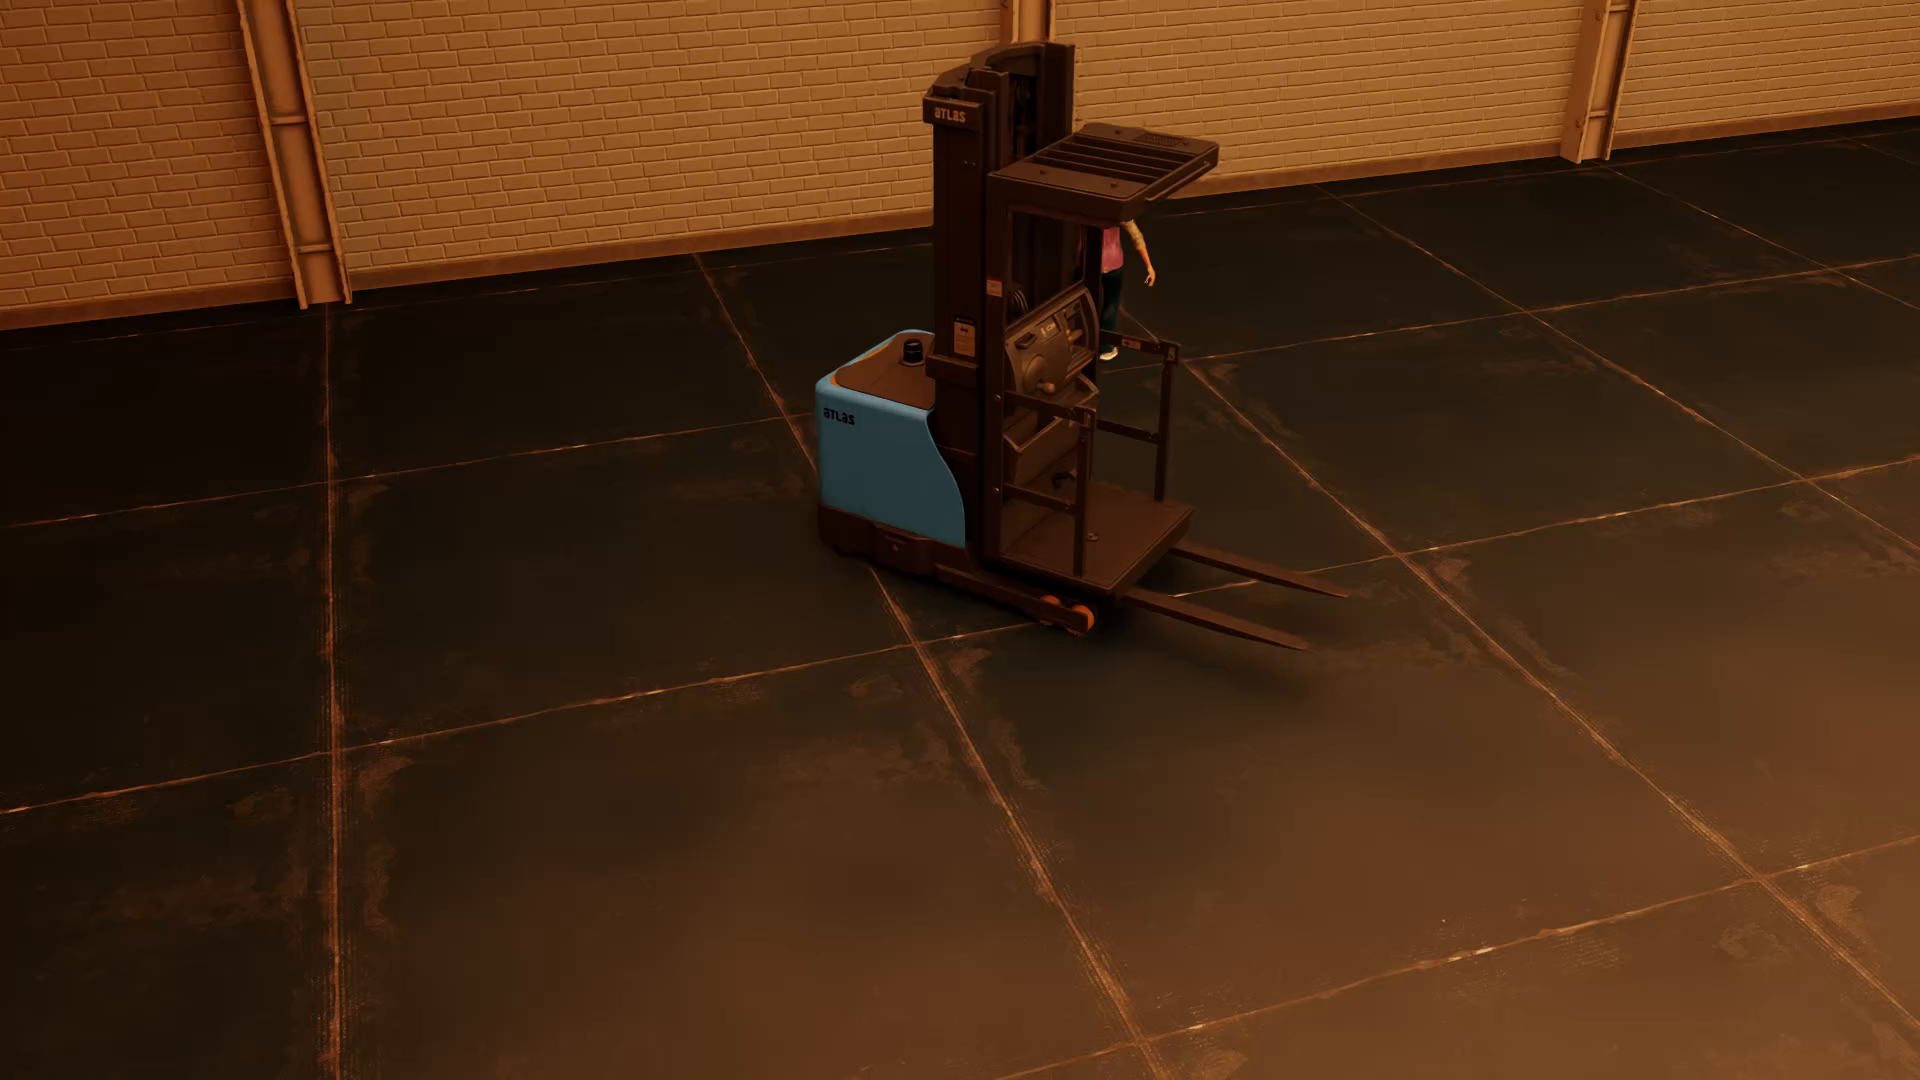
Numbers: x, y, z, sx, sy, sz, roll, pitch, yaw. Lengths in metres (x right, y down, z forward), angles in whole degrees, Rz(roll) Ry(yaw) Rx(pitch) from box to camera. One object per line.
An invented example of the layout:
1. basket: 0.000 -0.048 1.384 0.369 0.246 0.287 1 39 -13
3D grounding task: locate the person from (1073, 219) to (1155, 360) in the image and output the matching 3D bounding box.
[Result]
1. person: 1.017 -1.970 11.892 0.812 1.574 0.703 8 31 13

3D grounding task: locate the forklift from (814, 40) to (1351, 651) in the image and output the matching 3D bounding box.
1. forklift: 0.677 -1.050 8.912 3.031 2.935 1.130 17 34 27
